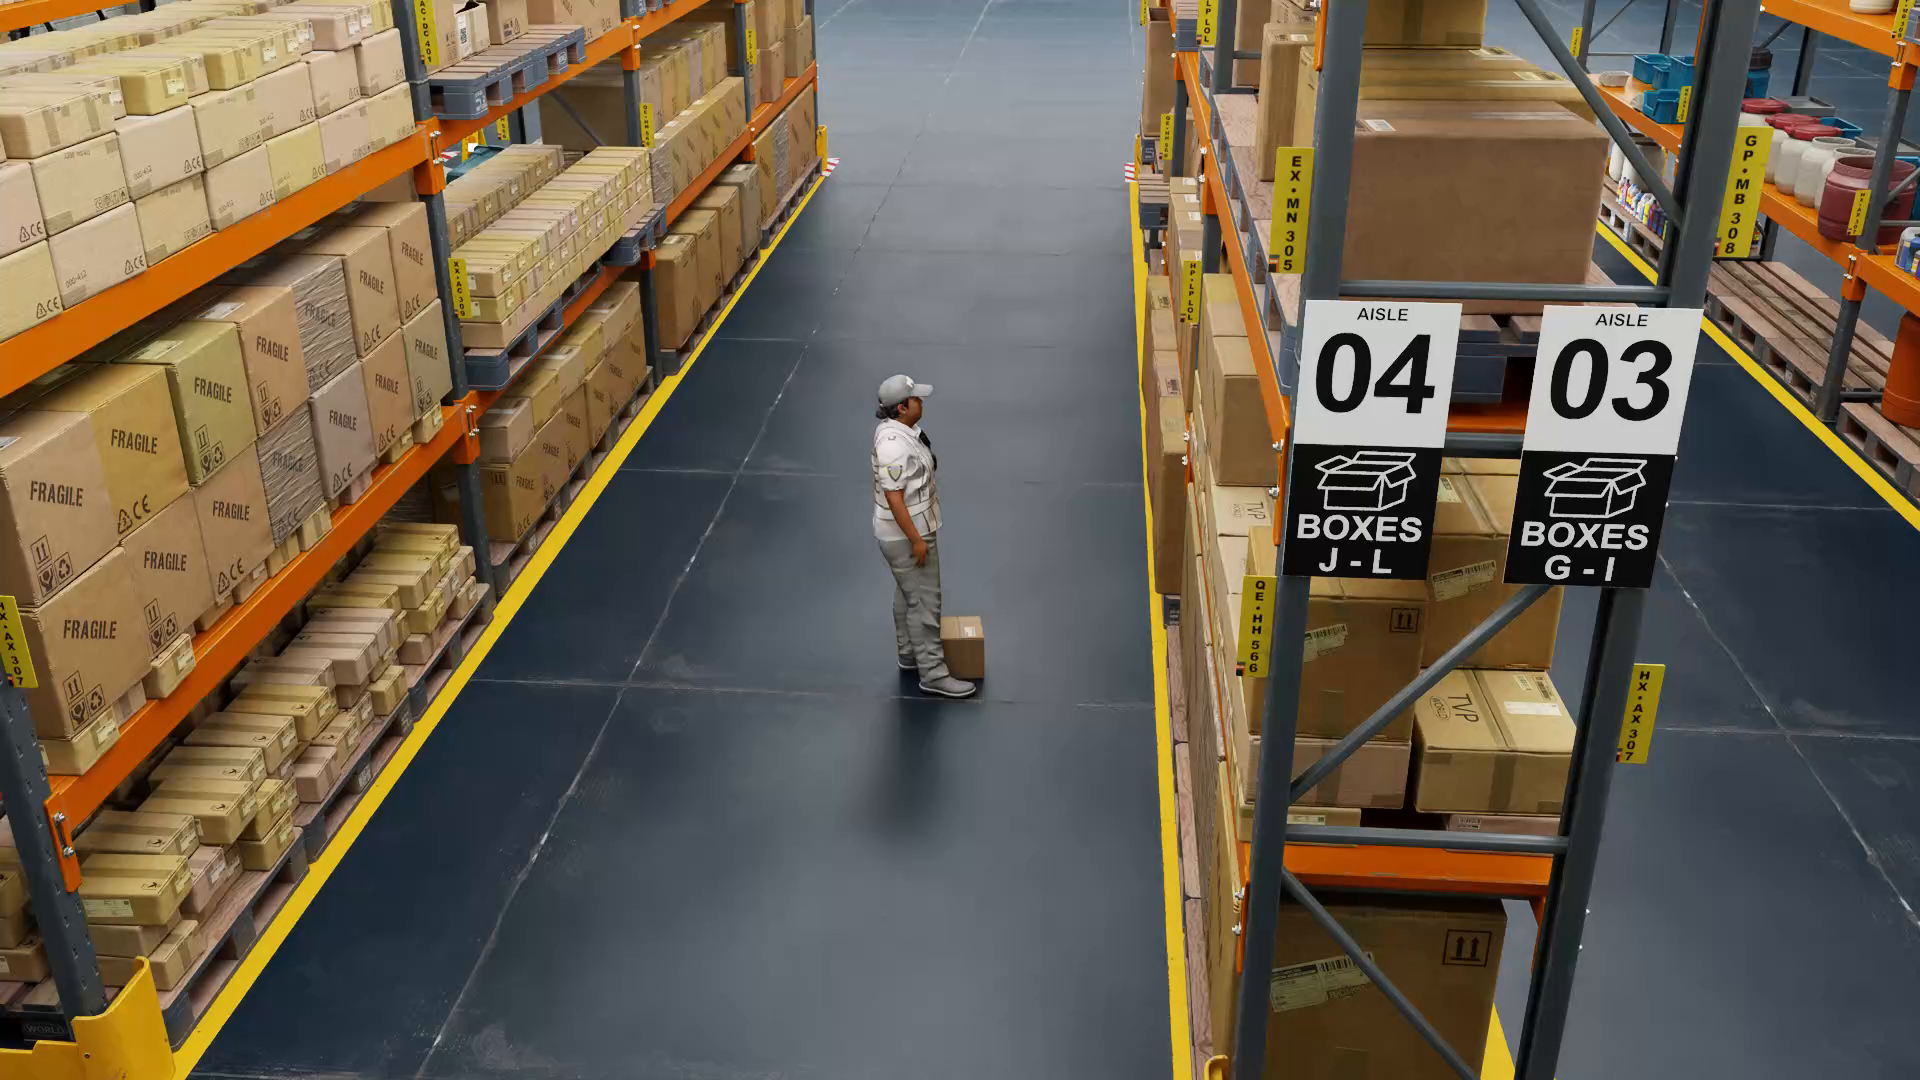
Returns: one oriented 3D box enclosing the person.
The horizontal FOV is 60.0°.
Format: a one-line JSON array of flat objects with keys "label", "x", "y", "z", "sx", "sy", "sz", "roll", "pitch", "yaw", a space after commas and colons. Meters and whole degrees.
[{"label": "person", "x": -0.188, "y": -0.045, "z": 8.674, "sx": 0.525, "sy": 1.670, "sz": 0.599, "roll": -1, "pitch": 25, "yaw": -2}]
